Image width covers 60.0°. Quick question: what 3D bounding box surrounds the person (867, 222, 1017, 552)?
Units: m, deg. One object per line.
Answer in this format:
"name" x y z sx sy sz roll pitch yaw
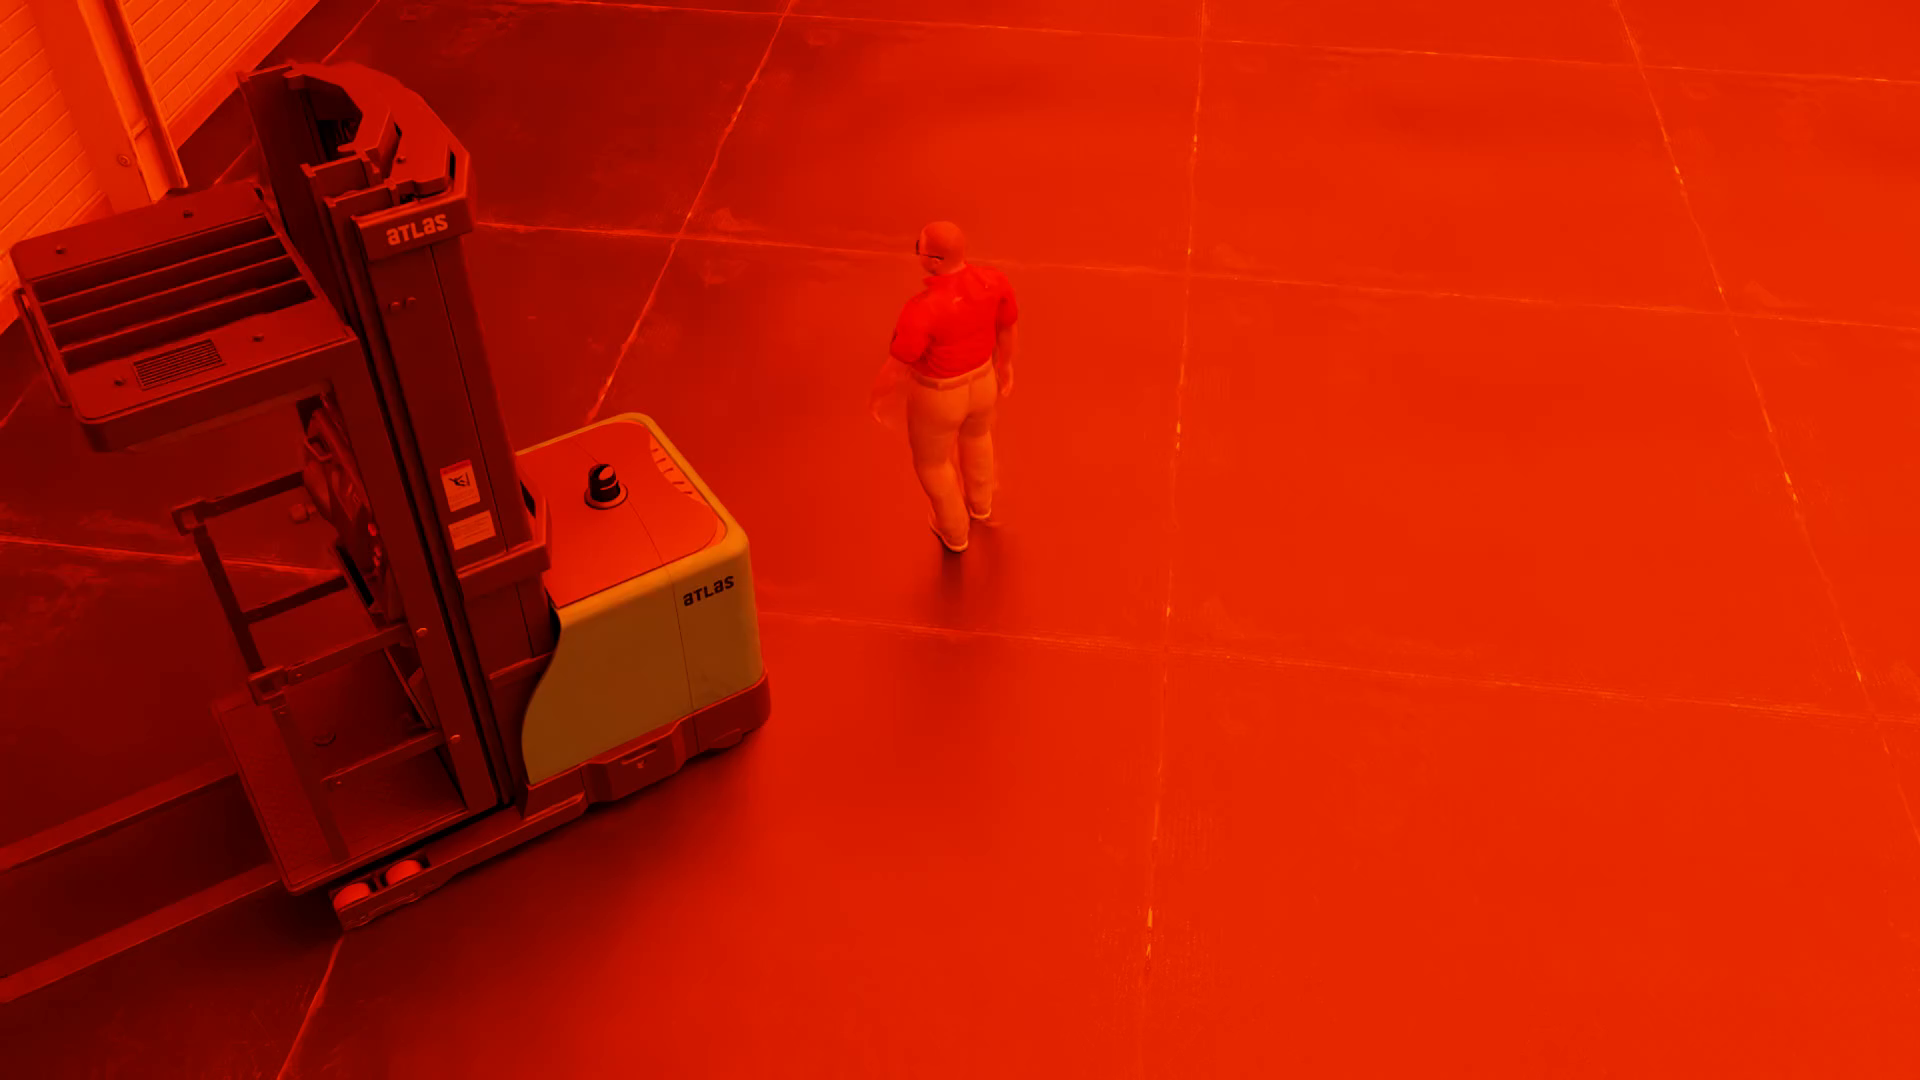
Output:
"person" -0.065 -0.698 7.383 0.709 1.716 0.426 -28 49 -27

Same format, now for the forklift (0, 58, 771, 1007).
"forklift" -2.310 -0.029 5.756 3.031 2.935 1.130 -24 48 -24
